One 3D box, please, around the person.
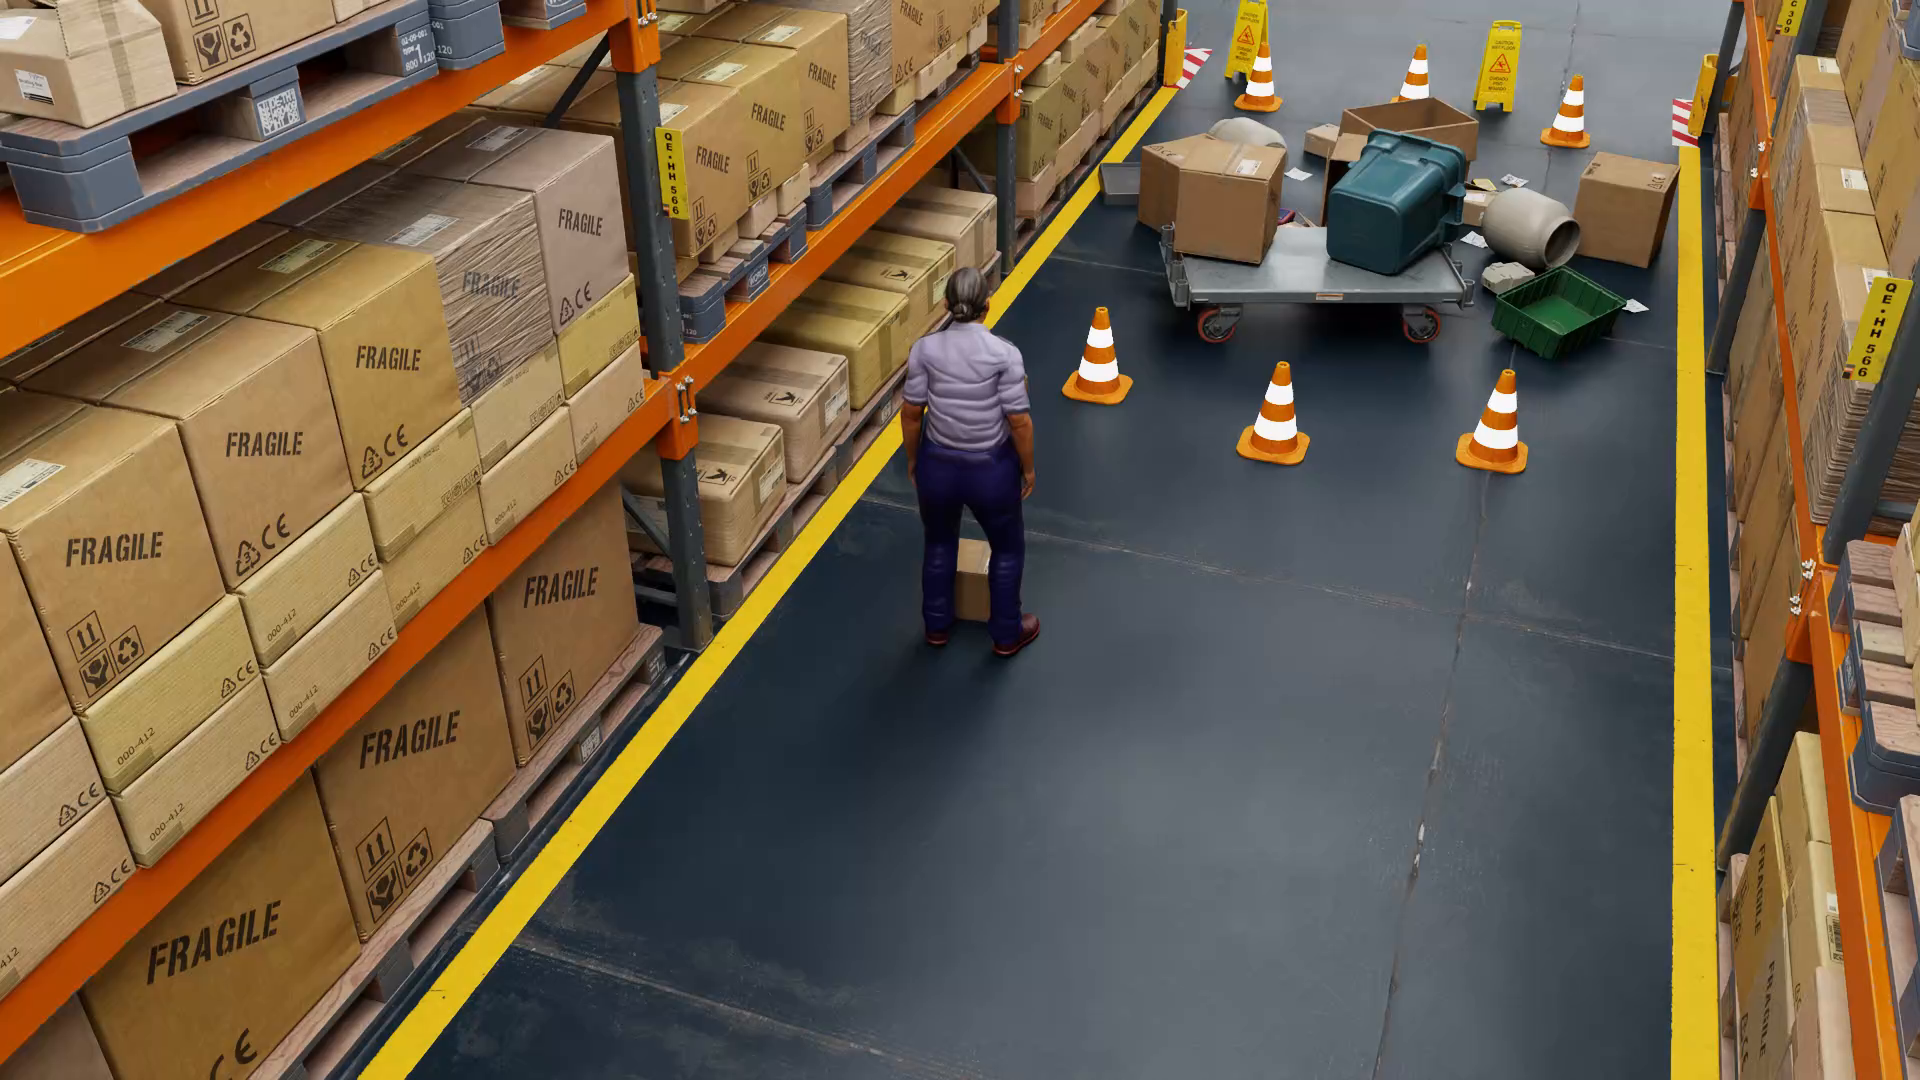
[{"bbox_3d":[0.045,-0.276,6.566,0.550,1.649,0.375,8,34,12],"label":"person"}]
